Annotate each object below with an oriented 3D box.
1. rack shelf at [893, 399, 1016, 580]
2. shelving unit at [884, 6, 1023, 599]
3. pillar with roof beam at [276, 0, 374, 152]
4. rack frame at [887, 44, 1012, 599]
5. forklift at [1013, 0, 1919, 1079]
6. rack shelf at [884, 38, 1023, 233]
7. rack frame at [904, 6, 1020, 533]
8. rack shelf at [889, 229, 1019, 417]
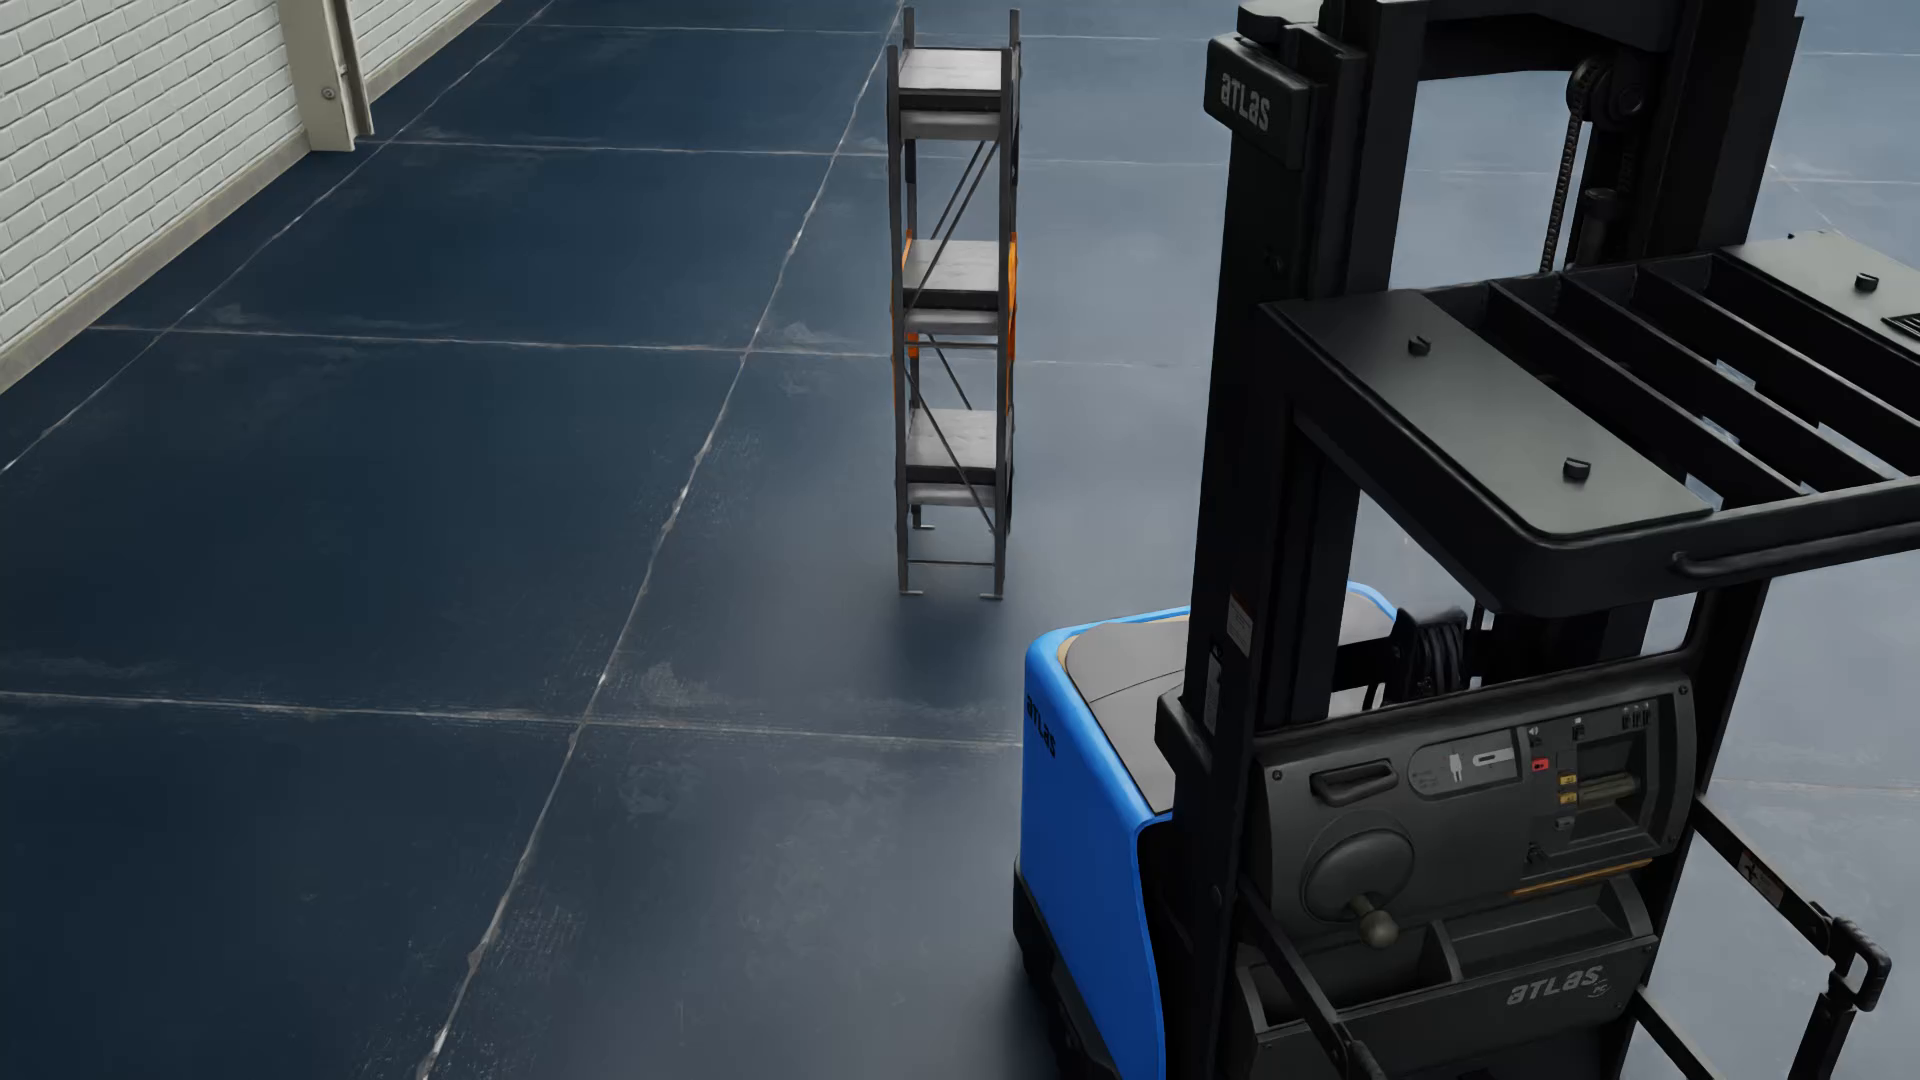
[{"bbox_3d":[-0.013,-0.200,6.433,0.431,0.518,0.480,2,32,4],"label":"rack shelf"},{"bbox_3d":[-0.013,-0.807,6.059,0.431,2.100,0.503,2,32,4],"label":"shelving unit"},{"bbox_3d":[0.177,-6.298,8.392,9.100,9.000,0.400,2,32,4],"label":"pillar with roof beam"},{"bbox_3d":[-0.033,-0.680,5.852,0.400,2.100,0.015,2,32,4],"label":"rack frame"},{"bbox_3d":[1.075,0.572,3.029,1.130,2.935,3.031,-9,33,-15],"label":"forklift"},{"bbox_3d":[-0.014,-1.392,5.699,0.431,0.518,0.480,2,32,4],"label":"rack shelf"},{"bbox_3d":[0.006,-0.935,6.266,0.400,2.100,0.015,2,32,4],"label":"rack frame"},{"bbox_3d":[-0.013,-0.796,6.066,0.431,0.518,0.480,2,32,4],"label":"rack shelf"}]
